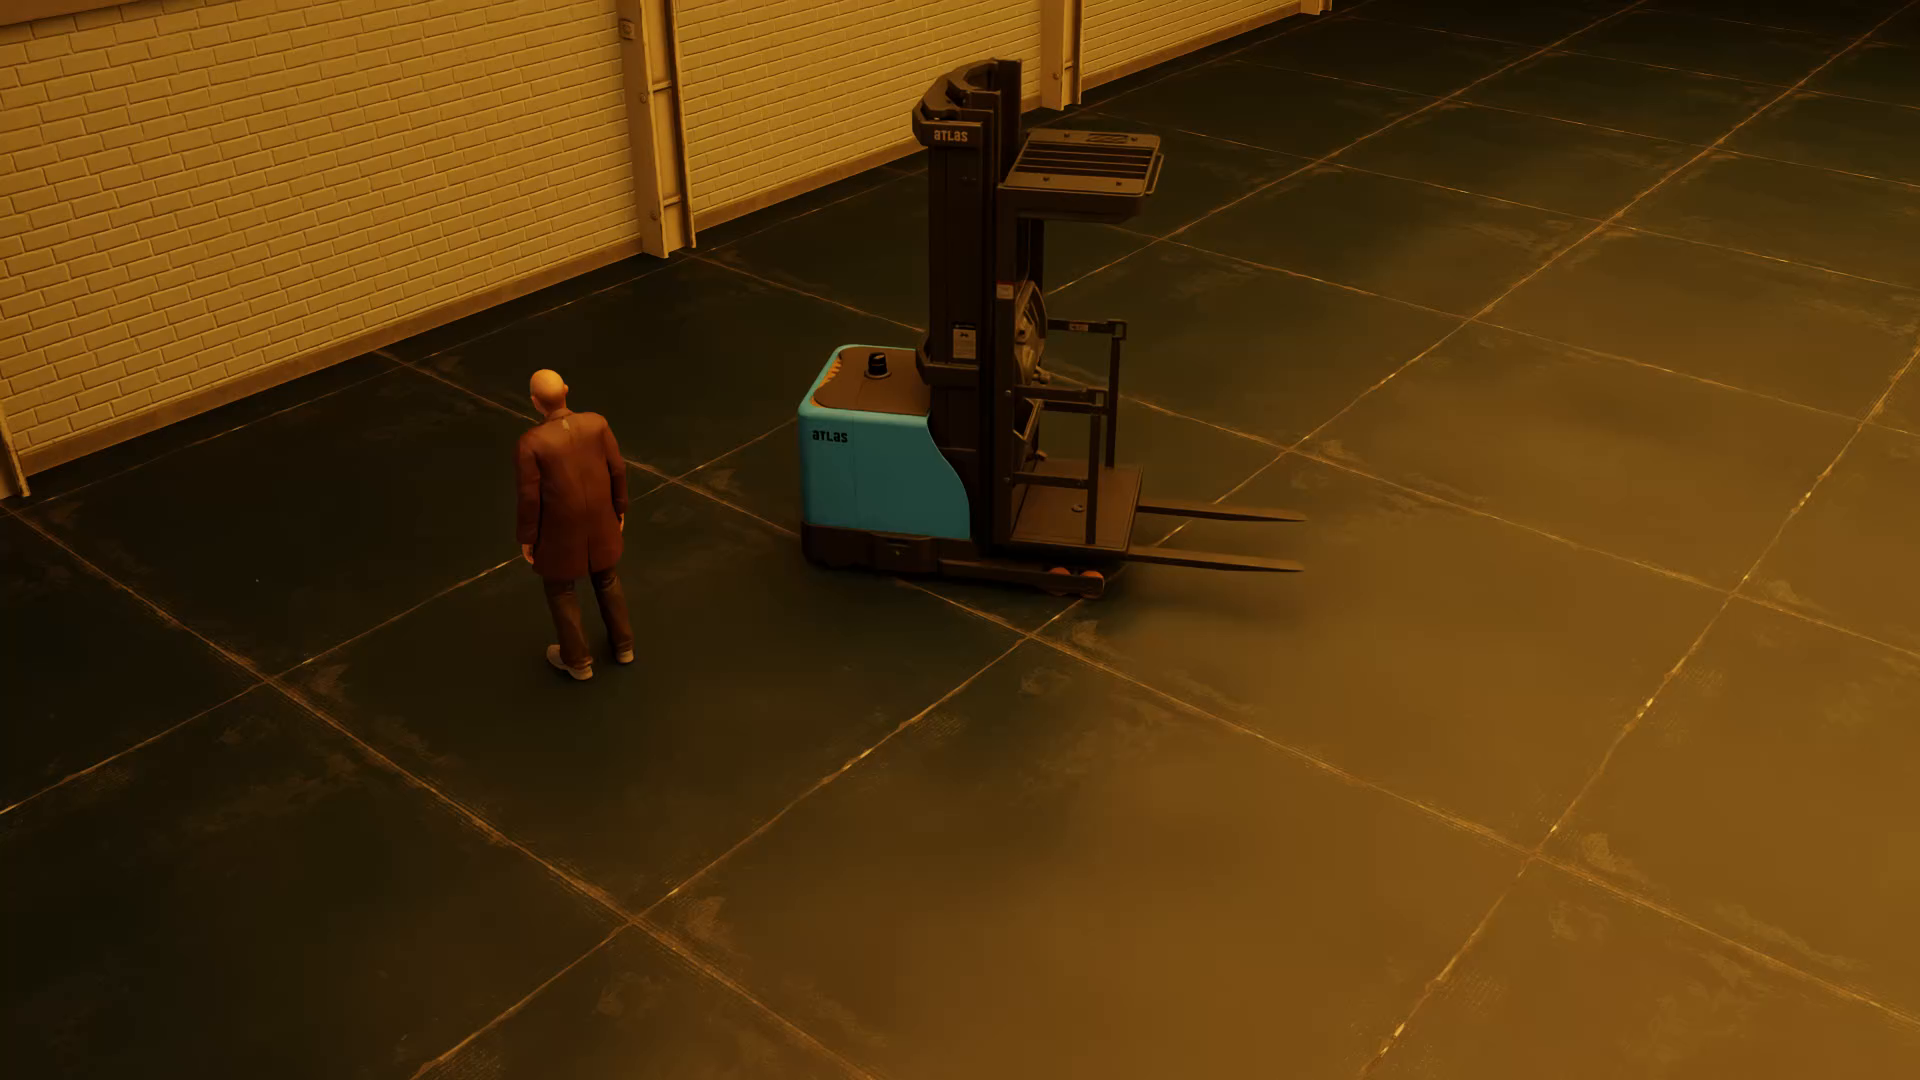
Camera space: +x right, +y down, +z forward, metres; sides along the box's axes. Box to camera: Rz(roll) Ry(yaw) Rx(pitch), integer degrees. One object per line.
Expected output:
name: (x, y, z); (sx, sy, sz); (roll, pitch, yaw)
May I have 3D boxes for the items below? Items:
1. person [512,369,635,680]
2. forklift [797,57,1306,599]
person: (-2.066, -0.081, 8.882); (0.644, 1.772, 0.430); (-20, 36, -31)
forklift: (0.599, -1.207, 9.660); (3.031, 2.935, 1.130); (6, 31, 9)
